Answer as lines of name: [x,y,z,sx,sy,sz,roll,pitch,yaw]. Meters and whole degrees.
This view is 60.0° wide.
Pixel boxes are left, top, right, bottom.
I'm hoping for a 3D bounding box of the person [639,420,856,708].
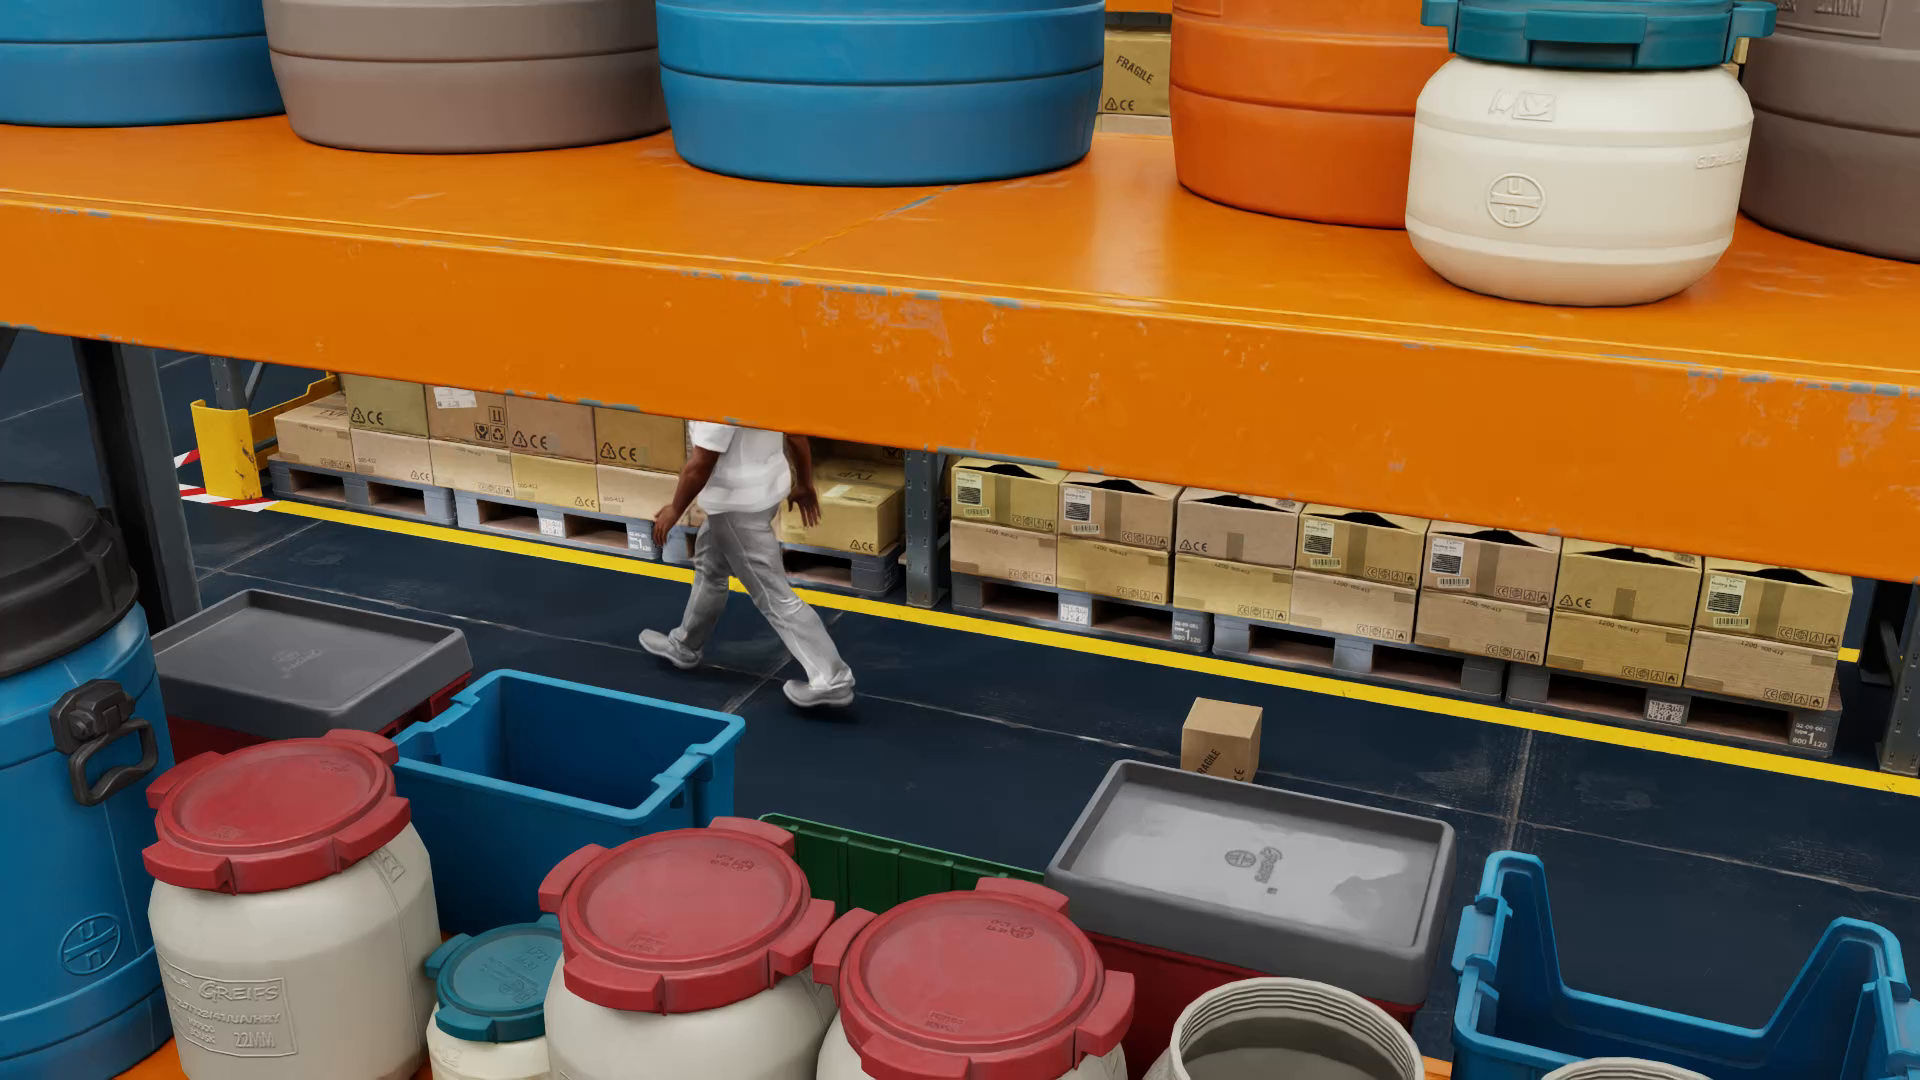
person: [-0.902,-0.186,6.521,1.084,1.712,0.607,7,23,16]
